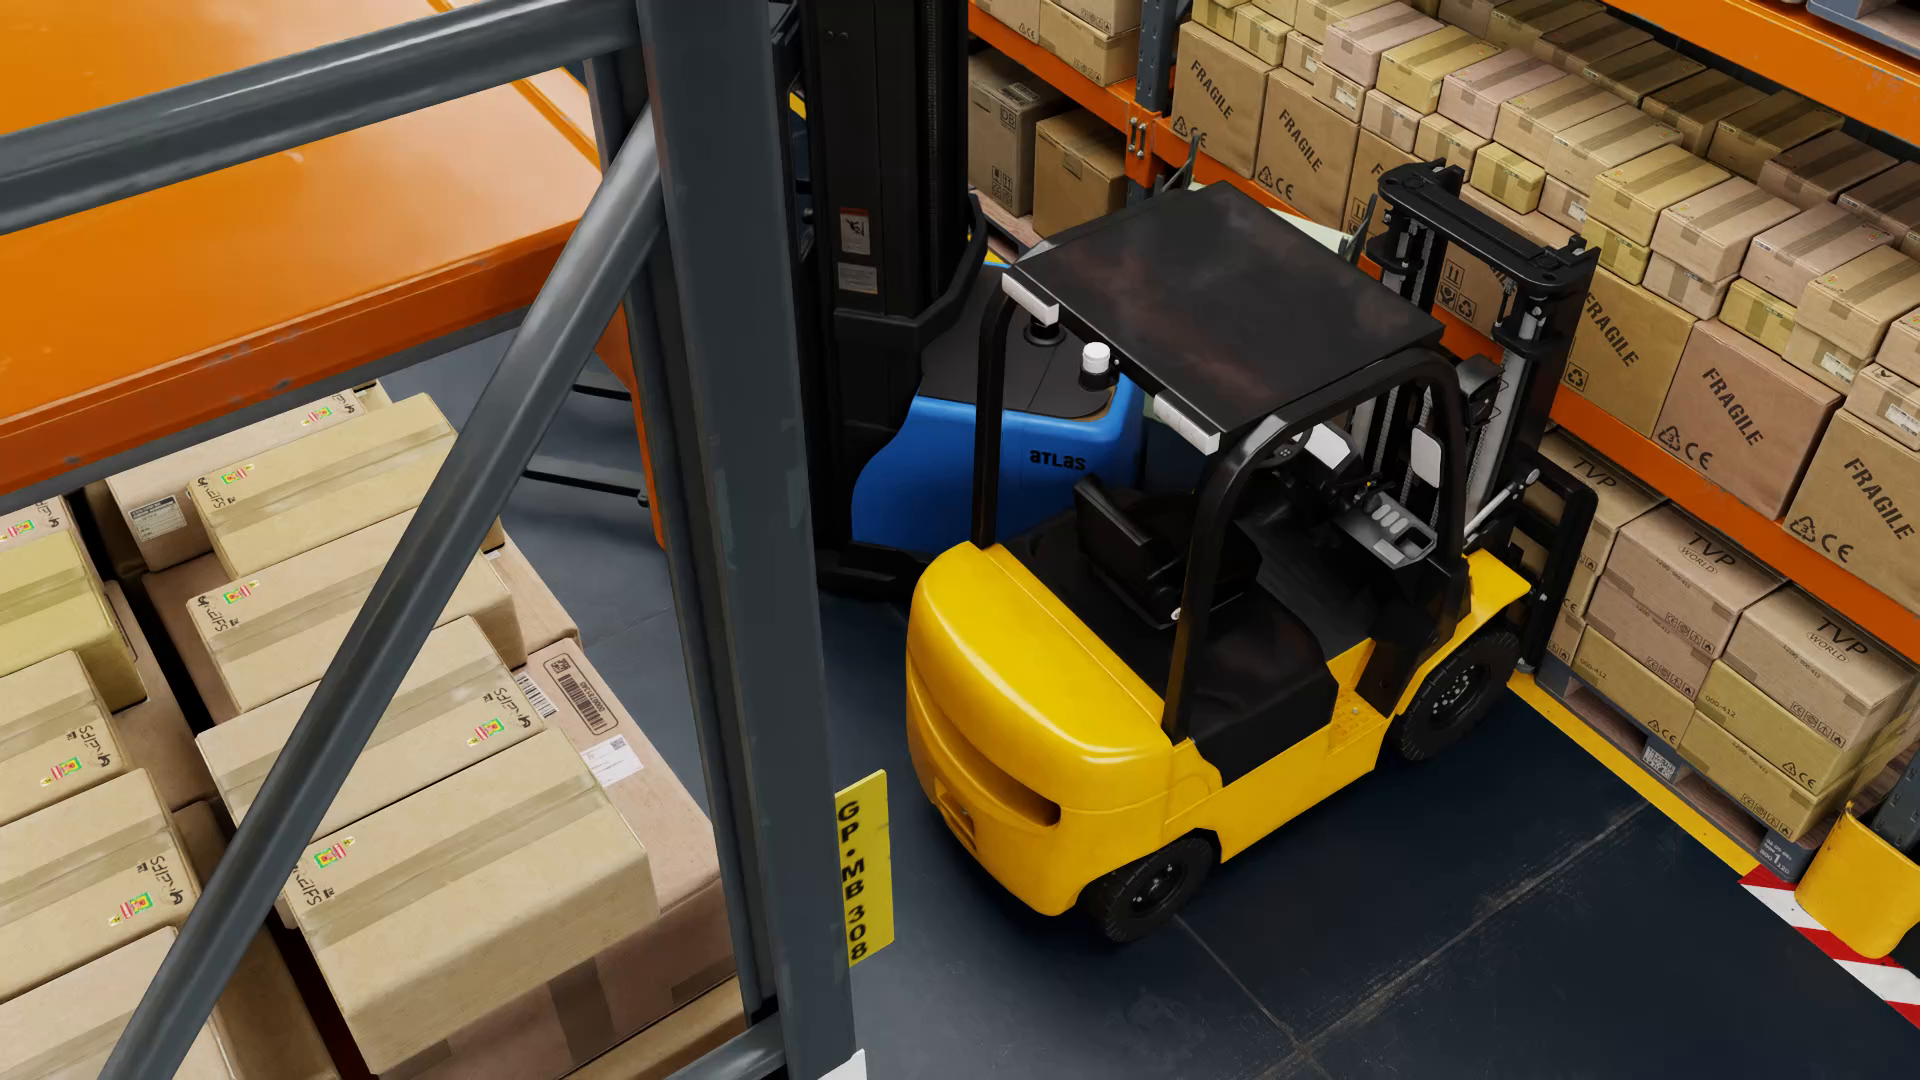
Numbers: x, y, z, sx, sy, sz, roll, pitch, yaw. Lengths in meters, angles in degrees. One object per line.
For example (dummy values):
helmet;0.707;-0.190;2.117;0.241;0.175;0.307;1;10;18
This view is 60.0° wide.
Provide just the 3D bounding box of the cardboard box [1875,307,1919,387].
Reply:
cardboard box;2.959;-0.591;4.930;0.380;0.149;0.250;-26;49;-24

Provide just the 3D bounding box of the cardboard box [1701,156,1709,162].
cardboard box;2.664;-1.408;6.001;0.380;0.149;0.250;-26;49;-25

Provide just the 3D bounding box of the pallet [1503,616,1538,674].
pallet;2.337;-0.064;7.155;1.003;0.211;1.213;-26;49;-24

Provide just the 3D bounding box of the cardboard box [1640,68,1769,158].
cardboard box;2.625;-1.506;5.888;0.380;0.149;0.250;-25;49;-24

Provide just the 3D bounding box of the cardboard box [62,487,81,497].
cardboard box;-1.644;-0.123;2.629;0.380;0.149;0.250;-27;50;-26

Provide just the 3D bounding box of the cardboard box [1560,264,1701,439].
cardboard box;2.423;-0.764;5.797;0.500;0.500;0.500;-27;50;-25

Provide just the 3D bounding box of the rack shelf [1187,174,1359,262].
rack shelf;1.126;-1.073;6.509;0.720;0.370;0.431;23;44;17

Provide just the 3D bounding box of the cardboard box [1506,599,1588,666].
cardboard box;2.420;0.163;6.585;0.500;0.250;0.500;-25;49;-24

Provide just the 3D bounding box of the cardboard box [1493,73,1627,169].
cardboard box;2.113;-1.479;5.861;0.380;0.149;0.250;-26;49;-24

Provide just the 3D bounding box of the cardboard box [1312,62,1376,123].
cardboard box;1.583;-1.766;6.376;0.380;0.149;0.250;-25;49;-24

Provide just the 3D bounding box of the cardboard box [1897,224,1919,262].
cardboard box;3.201;-0.924;5.279;0.380;0.149;0.250;-25;49;-24

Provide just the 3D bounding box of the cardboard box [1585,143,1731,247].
cardboard box;2.313;-1.147;5.512;0.380;0.149;0.250;-25;49;-24

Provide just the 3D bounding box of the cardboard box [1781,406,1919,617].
cardboard box;3.006;-0.177;5.181;0.500;0.500;0.500;-27;50;-25

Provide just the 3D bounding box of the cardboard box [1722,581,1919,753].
cardboard box;2.984;0.378;5.636;0.500;0.250;0.500;-24;49;-23

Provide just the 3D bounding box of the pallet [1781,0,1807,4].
pallet;2.418;-2.121;5.182;1.003;0.211;1.213;-26;49;-24

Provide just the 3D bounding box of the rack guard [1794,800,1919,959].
rack guard;3.517;0.952;5.882;1.175;0.500;0.348;-26;49;-24

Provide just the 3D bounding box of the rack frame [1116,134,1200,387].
rack frame;0.765;-0.922;6.874;0.023;1.500;0.400;23;44;17

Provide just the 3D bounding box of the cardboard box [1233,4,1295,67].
cardboard box;1.331;-2.071;6.696;0.380;0.149;0.250;-25;49;-24

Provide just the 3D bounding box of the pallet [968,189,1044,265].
pallet;0.761;-1.624;8.789;1.003;0.211;1.213;-26;49;-24

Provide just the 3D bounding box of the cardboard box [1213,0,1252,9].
cardboard box;1.154;-2.312;6.733;0.380;0.149;0.250;-25;49;-24

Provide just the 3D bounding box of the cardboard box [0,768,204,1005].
cardboard box;-1.118;0.479;2.000;0.380;0.149;0.250;-25;49;-24

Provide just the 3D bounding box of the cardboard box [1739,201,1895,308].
cardboard box;2.705;-0.899;5.253;0.380;0.149;0.250;-25;49;-24

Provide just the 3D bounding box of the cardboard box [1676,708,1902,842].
cardboard box;2.975;0.736;5.985;0.500;0.250;0.500;-25;49;-24

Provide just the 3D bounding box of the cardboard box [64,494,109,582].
cardboard box;-1.667;0.098;2.687;0.500;0.250;0.500;-24;49;-23

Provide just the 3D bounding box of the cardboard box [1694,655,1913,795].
cardboard box;2.968;0.544;5.824;0.500;0.250;0.500;-26;50;-25

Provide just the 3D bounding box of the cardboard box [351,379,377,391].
cardboard box;-1.237;-0.324;2.840;0.380;0.149;0.250;-24;49;-23

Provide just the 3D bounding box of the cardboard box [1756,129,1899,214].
cardboard box;2.901;-1.209;5.578;0.380;0.149;0.250;-24;49;-23

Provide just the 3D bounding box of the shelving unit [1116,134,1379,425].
shelving unit;1.087;-0.784;6.768;0.755;1.500;0.431;23;44;17

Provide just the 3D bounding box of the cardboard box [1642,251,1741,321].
cardboard box;2.482;-0.904;5.473;0.380;0.149;0.250;-27;50;-26

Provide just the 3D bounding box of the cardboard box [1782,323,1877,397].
cardboard box;2.806;-0.626;5.182;0.380;0.149;0.250;-25;49;-24

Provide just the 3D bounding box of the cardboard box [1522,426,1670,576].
cardboard box;2.390;-0.191;6.232;0.500;0.250;0.500;-25;49;-24

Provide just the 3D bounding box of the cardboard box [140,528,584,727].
cardboard box;-0.915;0.180;2.601;0.500;0.250;0.500;-26;50;-25

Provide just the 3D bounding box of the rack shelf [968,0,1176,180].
rack shelf;0.071;-3.104;8.841;1.077;0.370;4.000;-26;49;-24

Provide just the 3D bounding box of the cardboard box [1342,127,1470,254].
cardboard box;1.857;-1.338;6.398;0.500;0.500;0.500;-26;50;-25

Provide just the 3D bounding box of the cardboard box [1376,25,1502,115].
cardboard box;1.764;-1.736;6.129;0.380;0.149;0.250;-26;50;-25

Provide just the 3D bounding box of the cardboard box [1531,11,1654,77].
cardboard box;2.351;-1.810;6.207;0.380;0.149;0.250;-26;50;-25

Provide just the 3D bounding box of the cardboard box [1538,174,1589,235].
cardboard box;2.252;-1.216;5.800;0.380;0.149;0.250;-26;49;-25

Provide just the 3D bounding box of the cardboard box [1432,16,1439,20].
cardboard box;1.925;-2.140;6.768;0.380;0.149;0.250;-25;49;-23

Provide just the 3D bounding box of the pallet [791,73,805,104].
pallet;-0.635;-3.006;10.237;1.003;0.211;1.213;-26;49;-24

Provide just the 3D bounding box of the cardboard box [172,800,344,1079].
cardboard box;-1.080;0.676;2.082;0.500;0.250;0.500;-26;50;-25

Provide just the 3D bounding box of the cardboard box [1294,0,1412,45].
cardboard box;1.531;-2.058;6.467;0.380;0.149;0.250;-27;50;-25

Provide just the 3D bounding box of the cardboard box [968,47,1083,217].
cardboard box;0.469;-2.258;8.849;0.875;0.625;0.625;-26;50;-25

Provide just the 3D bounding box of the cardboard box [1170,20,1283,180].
cardboard box;1.254;-1.913;7.000;0.500;0.500;0.500;-27;50;-25

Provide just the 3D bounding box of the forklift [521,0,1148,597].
forklift;-0.752;-1.253;6.431;3.031;2.935;1.130;10;45;10

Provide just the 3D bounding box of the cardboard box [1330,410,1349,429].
cardboard box;1.806;-0.600;7.022;0.500;0.250;0.500;-26;50;-25

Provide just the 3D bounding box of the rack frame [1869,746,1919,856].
rack frame;3.503;0.034;5.033;1.000;3.000;0.127;-26;49;-24

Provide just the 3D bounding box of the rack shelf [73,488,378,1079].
rack shelf;-1.710;0.040;3.376;1.077;0.370;4.000;-26;49;-24

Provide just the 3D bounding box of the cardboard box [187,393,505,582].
cardboard box;-0.934;-0.041;2.544;0.380;0.149;0.250;-26;49;-25

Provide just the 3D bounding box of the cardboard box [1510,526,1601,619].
cardboard box;2.378;-0.028;6.423;0.500;0.250;0.500;-27;50;-25

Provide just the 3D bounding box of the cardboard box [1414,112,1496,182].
cardboard box;1.890;-1.481;6.078;0.380;0.149;0.250;-27;50;-26

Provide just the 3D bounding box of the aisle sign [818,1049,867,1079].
aisle sign;-0.276;0.970;2.170;0.394;0.787;0.004;-26;49;-24

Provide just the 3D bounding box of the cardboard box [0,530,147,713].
cardboard box;-1.382;0.177;2.315;0.380;0.149;0.250;-25;49;-24

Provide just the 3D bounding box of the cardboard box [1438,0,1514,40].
cardboard box;2.112;-2.128;6.540;0.380;0.149;0.250;-27;50;-25

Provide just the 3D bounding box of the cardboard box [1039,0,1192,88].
cardboard box;0.712;-2.359;7.648;0.500;0.250;0.500;-25;49;-24

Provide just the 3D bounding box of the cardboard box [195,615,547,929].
cardboard box;-0.759;0.296;2.190;0.380;0.149;0.250;-26;49;-25

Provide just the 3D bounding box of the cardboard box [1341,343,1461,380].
cardboard box;1.812;-0.781;6.850;0.500;0.250;0.500;-24;49;-23
